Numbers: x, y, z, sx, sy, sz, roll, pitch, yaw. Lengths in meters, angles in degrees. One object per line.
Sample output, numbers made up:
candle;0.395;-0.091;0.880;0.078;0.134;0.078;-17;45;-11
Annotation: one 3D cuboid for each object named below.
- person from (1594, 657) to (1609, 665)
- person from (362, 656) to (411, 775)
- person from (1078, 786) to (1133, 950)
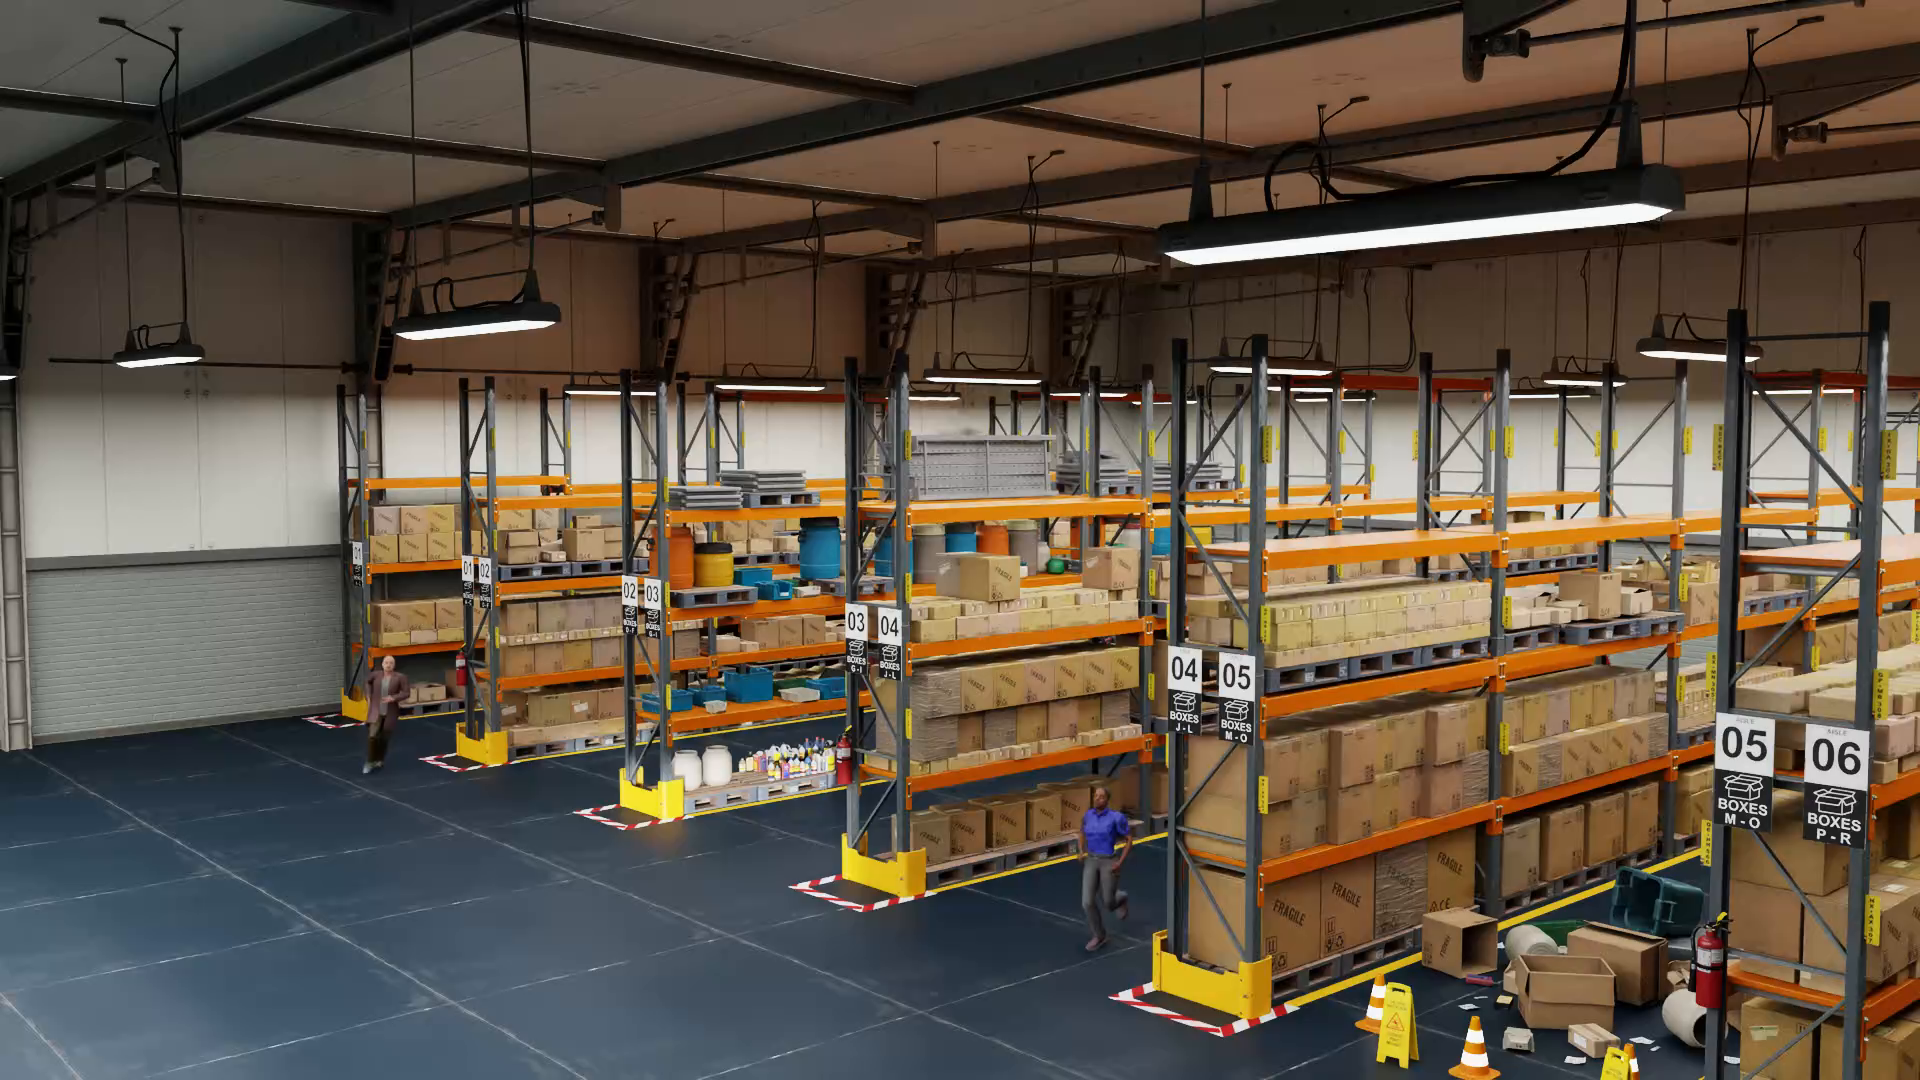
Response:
person;9.623;2.633;24.998;0.634;1.830;0.713;4;5;45
person;-8.698;2.637;25.227;0.714;1.792;0.758;-1;4;-15
person;1.453;3.280;16.787;0.597;1.607;0.646;2;4;28
